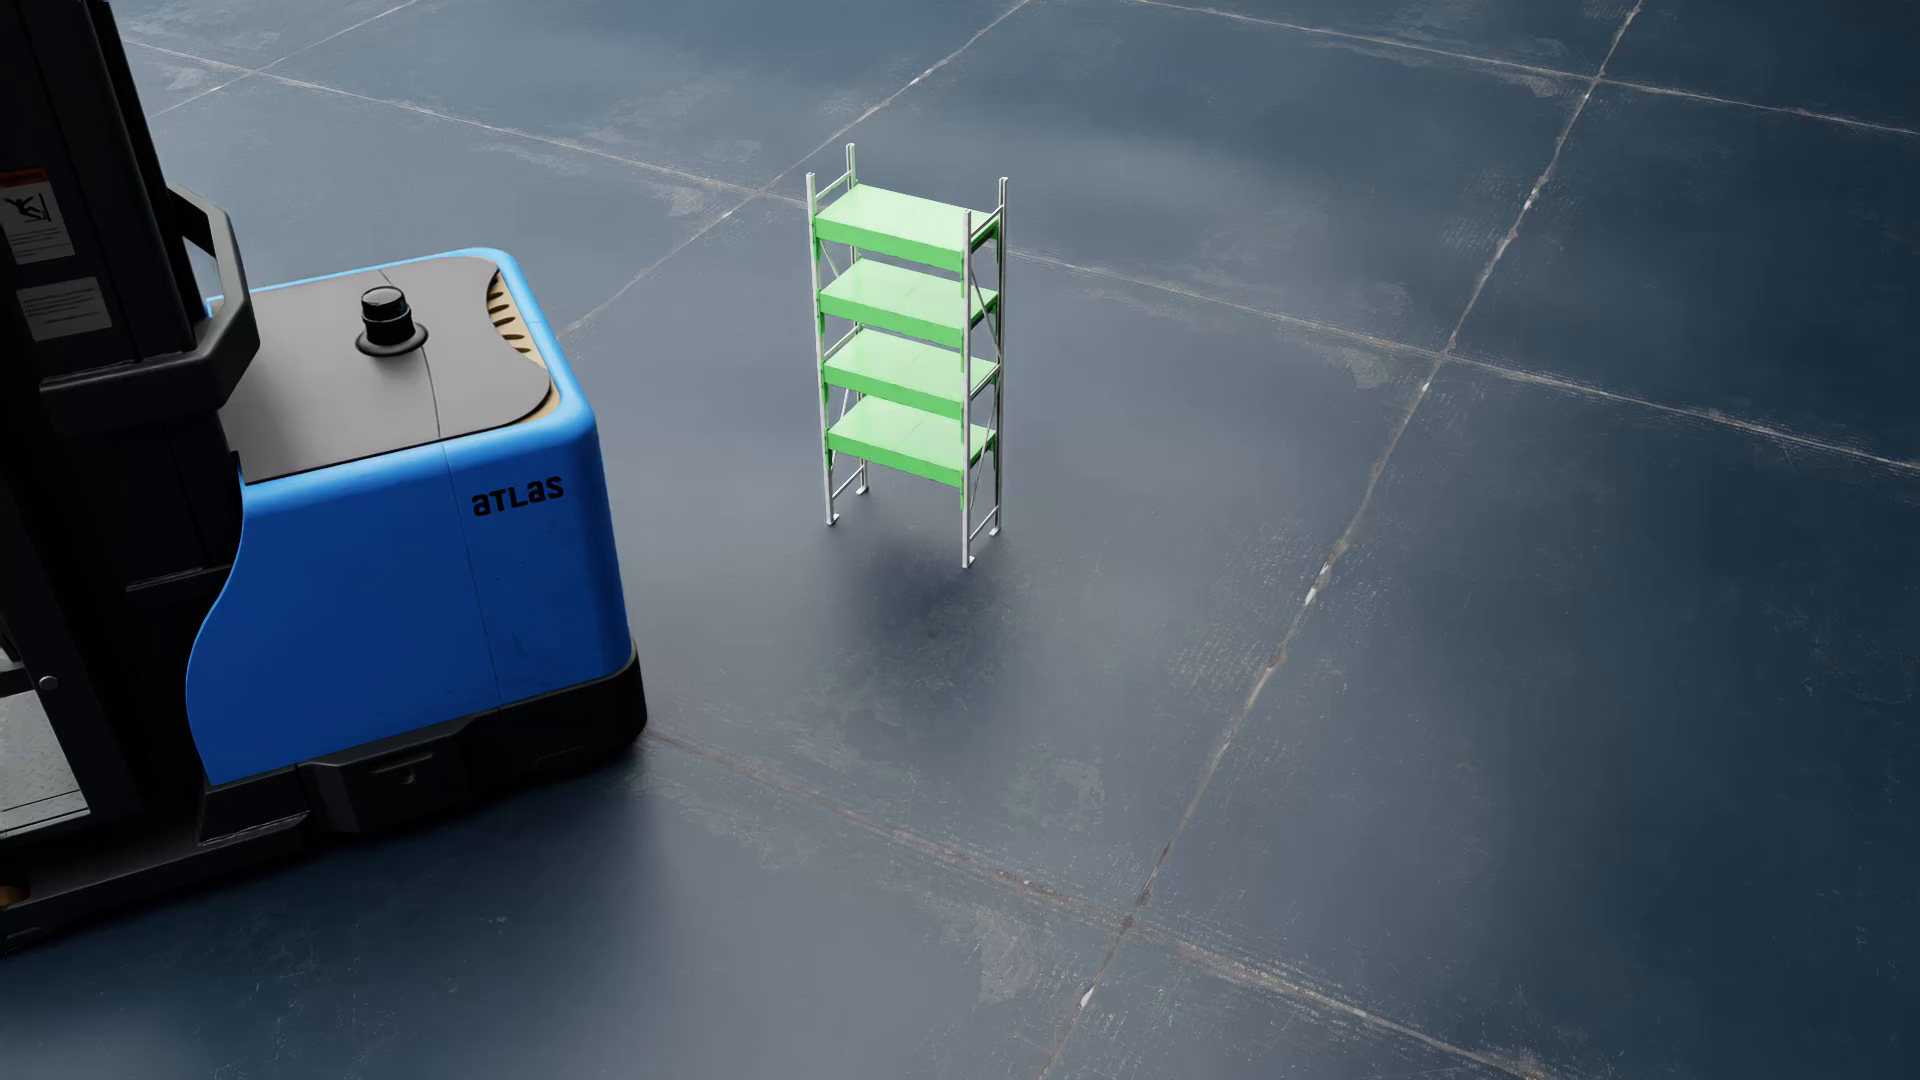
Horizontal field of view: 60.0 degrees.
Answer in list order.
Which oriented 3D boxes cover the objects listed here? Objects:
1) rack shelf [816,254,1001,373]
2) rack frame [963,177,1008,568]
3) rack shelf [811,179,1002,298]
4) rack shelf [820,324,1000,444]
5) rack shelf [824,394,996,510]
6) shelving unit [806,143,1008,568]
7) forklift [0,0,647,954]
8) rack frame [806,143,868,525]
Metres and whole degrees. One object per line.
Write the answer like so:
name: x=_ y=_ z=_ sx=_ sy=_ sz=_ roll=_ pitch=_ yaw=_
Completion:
rack shelf: x=-0.147 y=-0.664 z=4.841 sx=0.480 sy=0.148 sz=0.258 roll=17 pitch=41 yaw=21
rack frame: x=0.070 y=-0.456 z=4.858 sx=0.015 sy=1.200 sz=0.240 roll=17 pitch=41 yaw=21
rack shelf: x=-0.147 y=-0.855 z=4.696 sx=0.480 sy=0.148 sz=0.258 roll=17 pitch=41 yaw=21
rack shelf: x=-0.147 y=-0.473 z=4.986 sx=0.480 sy=0.148 sz=0.258 roll=17 pitch=41 yaw=21
rack shelf: x=-0.147 y=-0.282 z=5.132 sx=0.480 sy=0.148 sz=0.258 roll=17 pitch=41 yaw=21
shelving unit: x=-0.147 y=-0.524 z=4.948 sx=0.503 sy=1.200 sz=0.258 roll=17 pitch=41 yaw=21
forklift: x=-2.406 y=-0.500 z=3.485 sx=3.031 sy=2.935 sz=1.130 roll=-15 pitch=40 yaw=-19
rack frame: x=-0.364 y=-0.592 z=5.037 sx=0.015 sy=1.200 sz=0.240 roll=17 pitch=41 yaw=21
